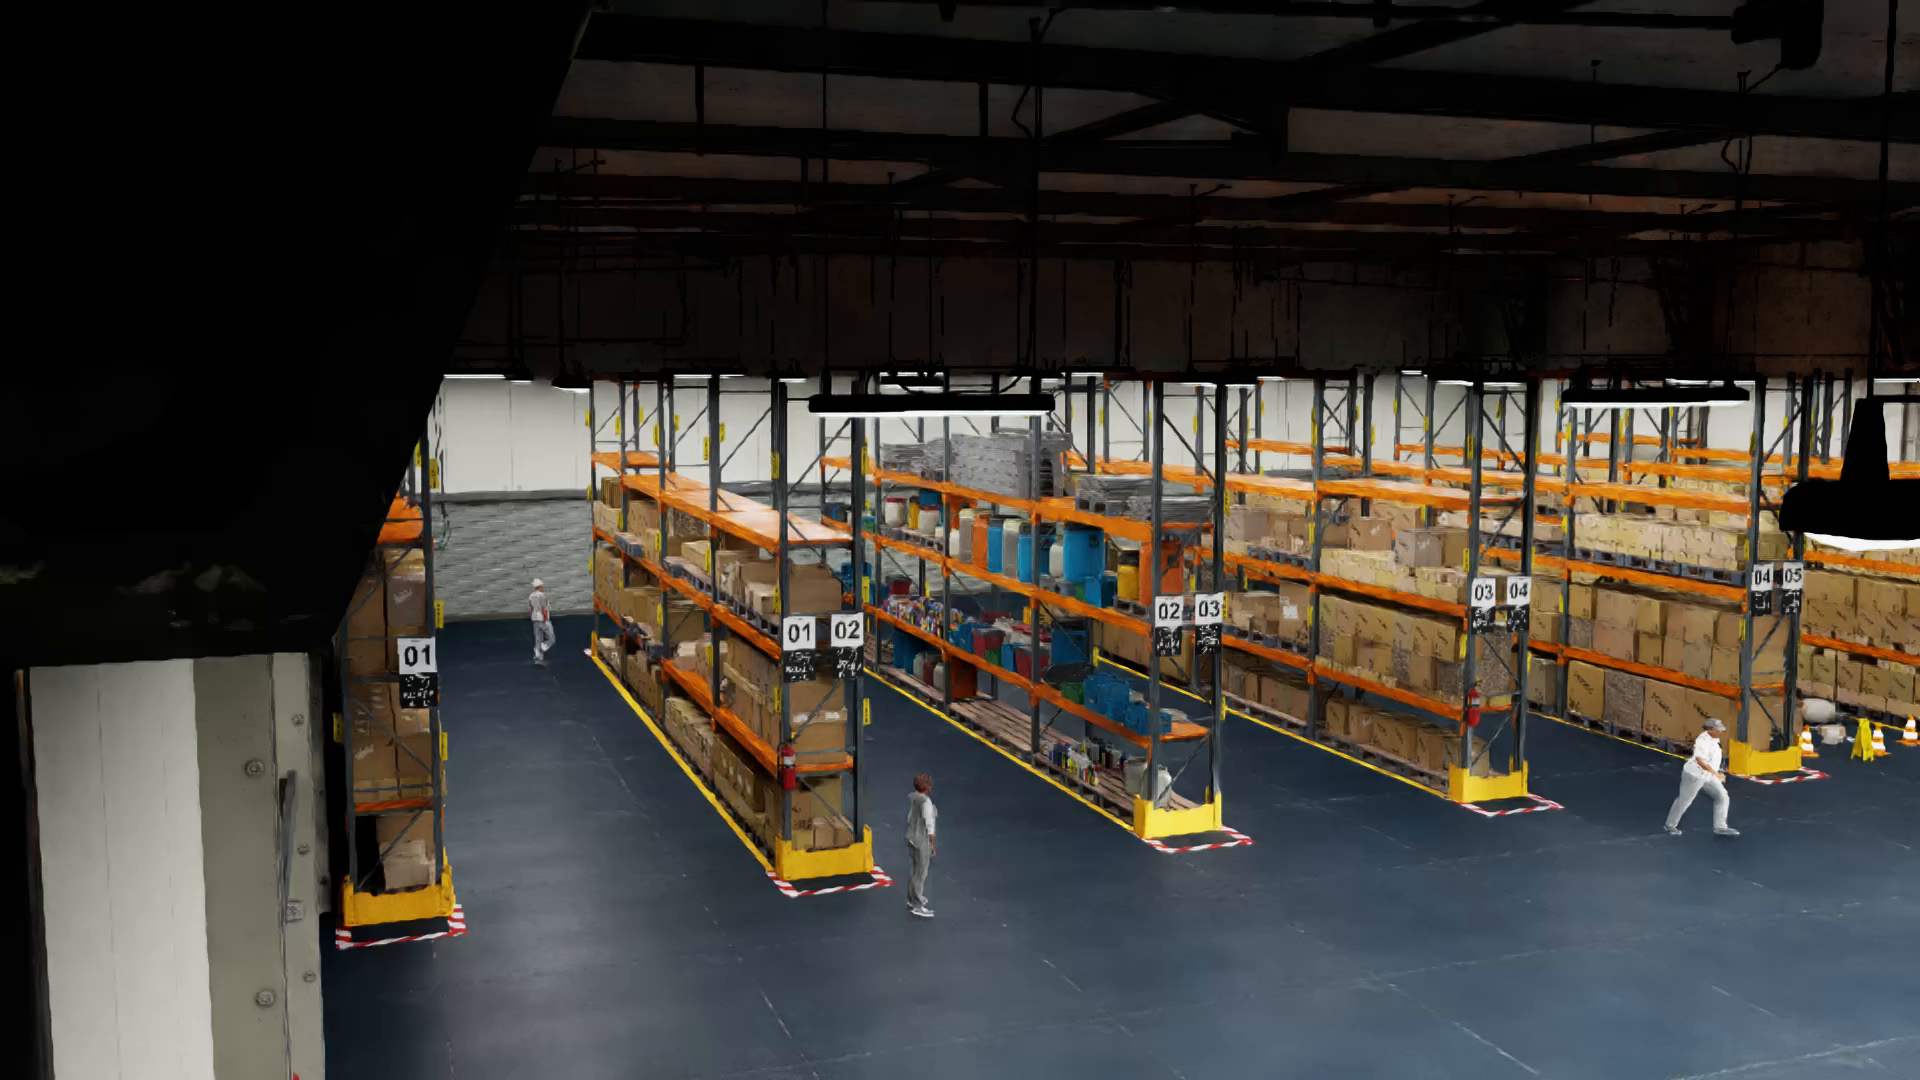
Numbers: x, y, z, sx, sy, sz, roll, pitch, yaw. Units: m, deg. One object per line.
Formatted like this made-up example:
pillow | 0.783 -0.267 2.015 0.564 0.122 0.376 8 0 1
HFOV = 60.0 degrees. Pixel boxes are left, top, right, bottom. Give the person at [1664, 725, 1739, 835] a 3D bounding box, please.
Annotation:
person | 9.760 3.102 21.876 0.660 1.585 0.785 -5 8 -40

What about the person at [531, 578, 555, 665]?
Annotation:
person | -8.549 1.665 33.856 0.564 1.786 0.445 6 9 43

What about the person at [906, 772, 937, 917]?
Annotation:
person | -0.440 3.420 18.852 0.341 1.605 0.559 -4 7 -30
